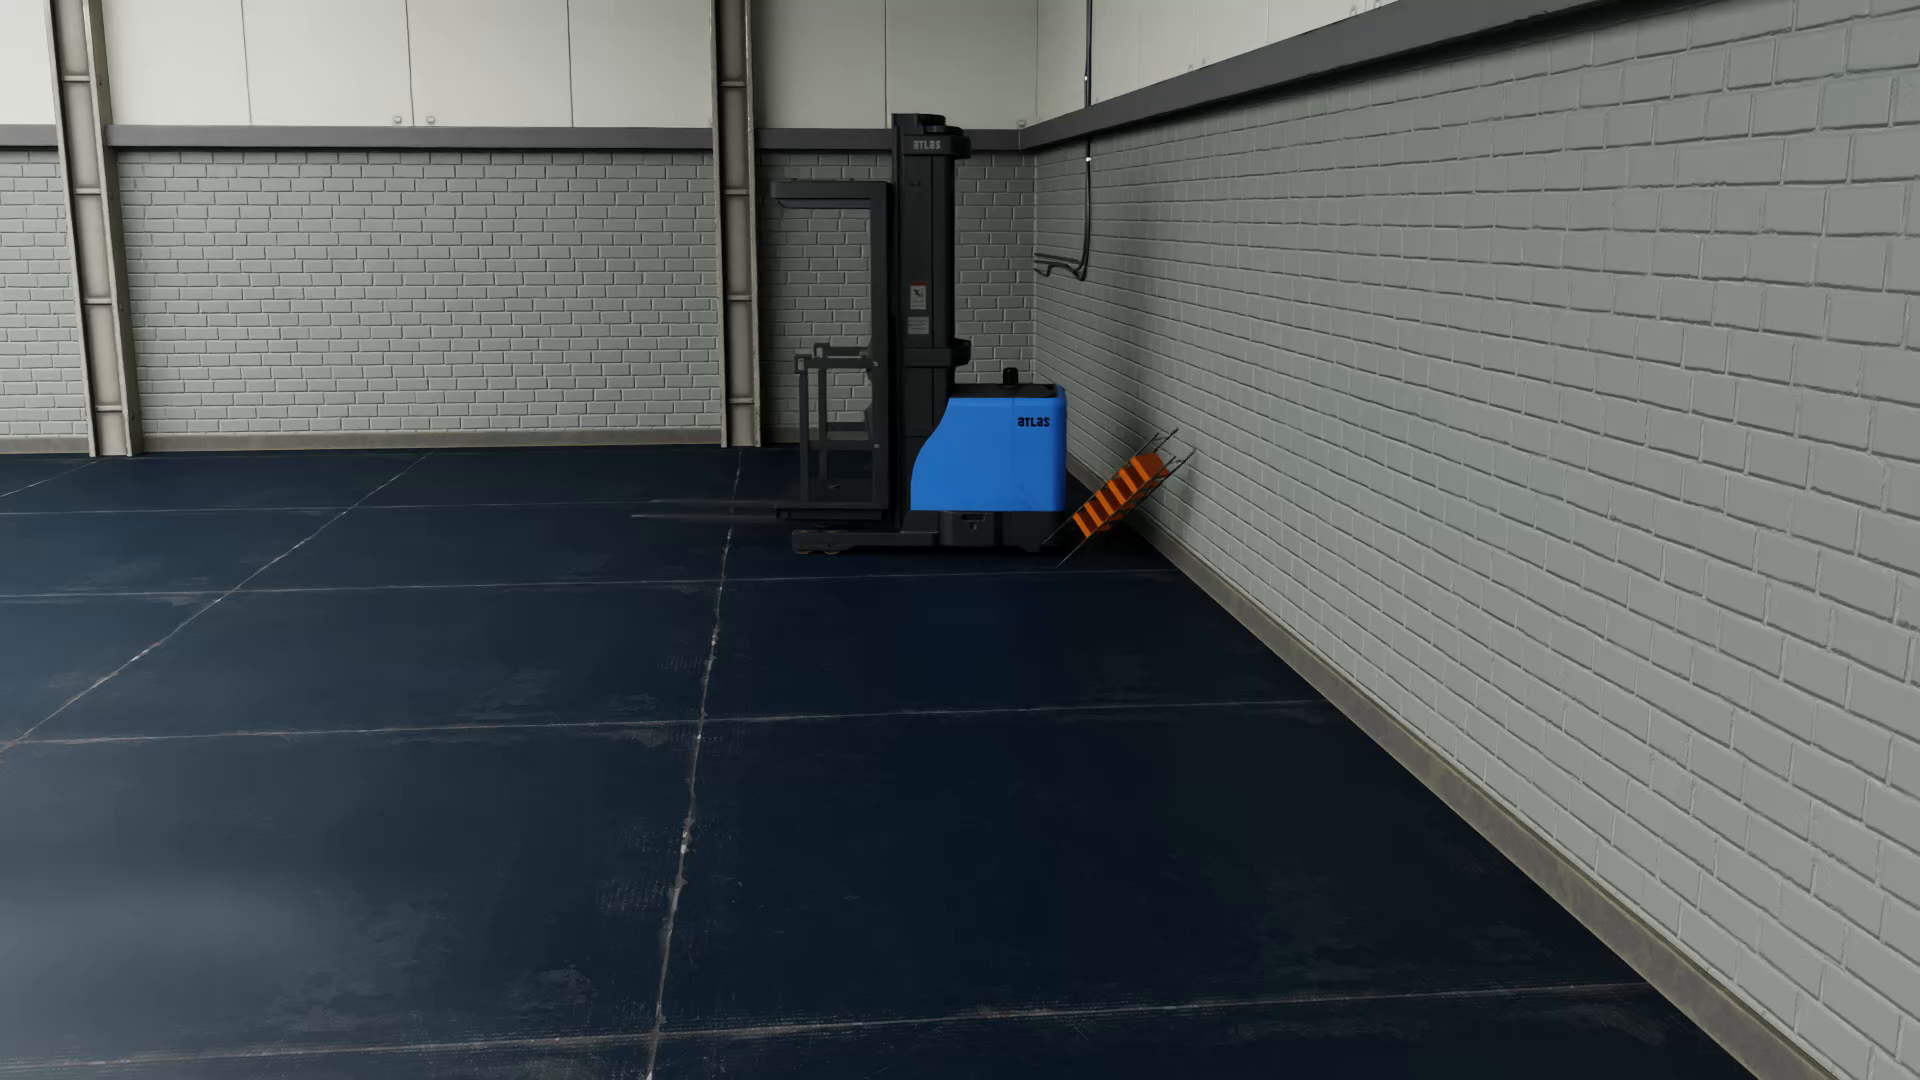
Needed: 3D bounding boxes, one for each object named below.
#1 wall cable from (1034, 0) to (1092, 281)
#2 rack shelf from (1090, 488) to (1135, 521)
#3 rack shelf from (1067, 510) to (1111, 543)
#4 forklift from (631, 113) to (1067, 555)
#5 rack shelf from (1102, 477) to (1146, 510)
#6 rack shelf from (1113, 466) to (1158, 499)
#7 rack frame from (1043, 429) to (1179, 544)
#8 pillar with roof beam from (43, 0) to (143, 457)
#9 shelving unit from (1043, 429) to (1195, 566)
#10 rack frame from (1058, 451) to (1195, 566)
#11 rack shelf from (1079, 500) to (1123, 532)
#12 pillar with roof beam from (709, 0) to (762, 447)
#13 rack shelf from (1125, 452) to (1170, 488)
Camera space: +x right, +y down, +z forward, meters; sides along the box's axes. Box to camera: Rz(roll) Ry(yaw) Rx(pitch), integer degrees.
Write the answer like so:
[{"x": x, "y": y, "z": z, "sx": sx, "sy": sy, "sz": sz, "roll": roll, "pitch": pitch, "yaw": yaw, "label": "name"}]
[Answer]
[{"x": 0.875, "y": -3.657, "z": 15.192, "sx": 0.112, "sy": 2.526, "sz": 3.097, "roll": -1, "pitch": 11, "yaw": -6, "label": "wall cable"}, {"x": 0.991, "y": -0.240, "z": 10.764, "sx": 0.258, "sy": 0.180, "sz": 0.103, "roll": -13, "pitch": -26, "yaw": -49, "label": "rack shelf"}, {"x": 0.854, "y": -0.101, "z": 10.905, "sx": 0.258, "sy": 0.180, "sz": 0.103, "roll": -13, "pitch": -26, "yaw": -49, "label": "rack shelf"}, {"x": -0.764, "y": -1.436, "z": 11.576, "sx": 3.031, "sy": 2.935, "sz": 1.130, "roll": 1, "pitch": 11, "yaw": 3, "label": "forklift"}, {"x": 1.059, "y": -0.309, "z": 10.693, "sx": 0.258, "sy": 0.180, "sz": 0.103, "roll": -13, "pitch": -26, "yaw": -49, "label": "rack shelf"}, {"x": 1.127, "y": -0.378, "z": 10.622, "sx": 0.258, "sy": 0.180, "sz": 0.103, "roll": -13, "pitch": -26, "yaw": -49, "label": "rack shelf"}, {"x": 0.968, "y": -0.339, "z": 10.763, "sx": 0.240, "sy": 0.006, "sz": 1.200, "roll": -13, "pitch": -26, "yaw": -49, "label": "rack frame"}, {"x": -7.696, "y": -4.422, "z": 11.035, "sx": 0.400, "sy": 9.000, "sz": 9.100, "roll": -1, "pitch": 11, "yaw": -6, "label": "pillar with roof beam"}, {"x": 1.016, "y": -0.265, "z": 10.737, "sx": 0.258, "sy": 0.189, "sz": 1.200, "roll": -13, "pitch": -26, "yaw": -49, "label": "shelving unit"}, {"x": 1.064, "y": -0.192, "z": 10.712, "sx": 0.240, "sy": 0.006, "sz": 1.200, "roll": -13, "pitch": -26, "yaw": -49, "label": "rack frame"}, {"x": 0.923, "y": -0.171, "z": 10.834, "sx": 0.258, "sy": 0.180, "sz": 0.103, "roll": -13, "pitch": -26, "yaw": -49, "label": "rack shelf"}, {"x": -1.731, "y": -4.547, "z": 11.671, "sx": 0.400, "sy": 9.000, "sz": 9.100, "roll": -1, "pitch": 11, "yaw": -6, "label": "pillar with roof beam"}, {"x": 1.195, "y": -0.447, "z": 10.552, "sx": 0.258, "sy": 0.180, "sz": 0.103, "roll": -13, "pitch": -26, "yaw": -49, "label": "rack shelf"}]
